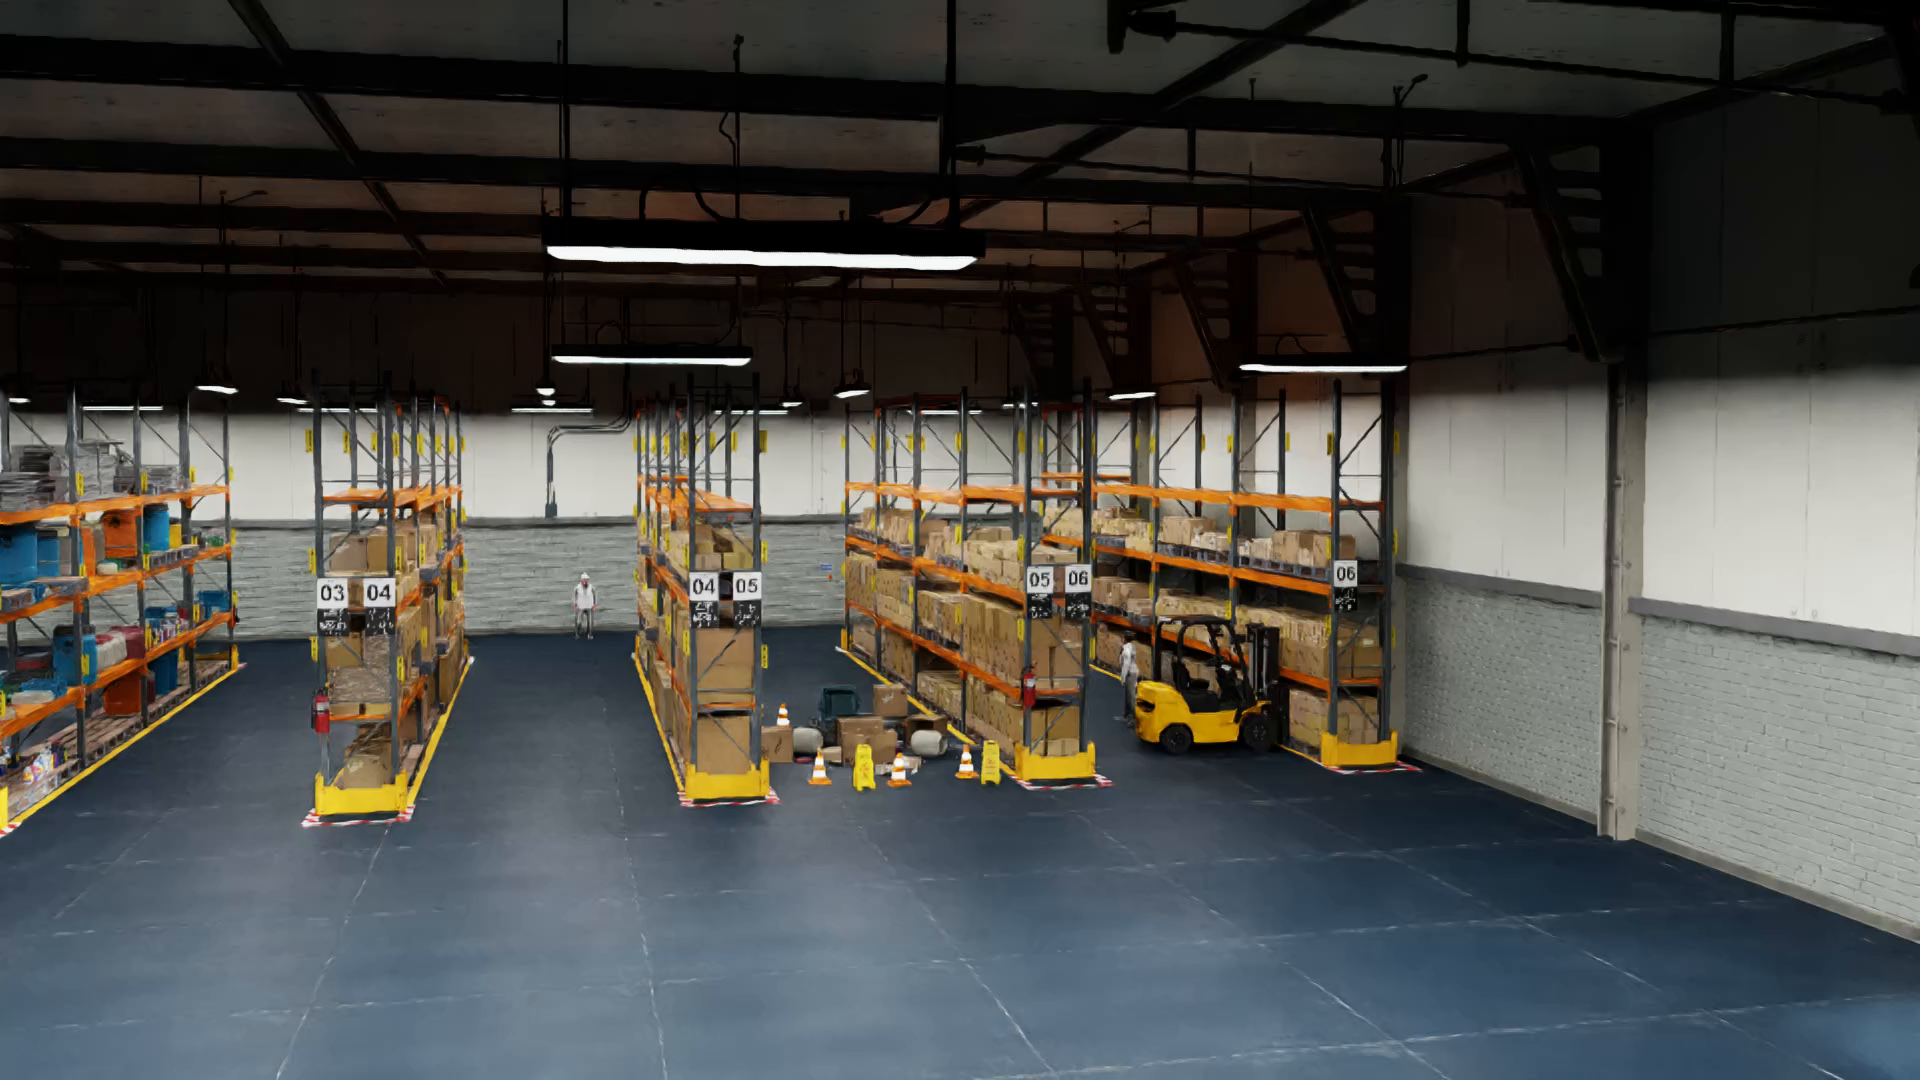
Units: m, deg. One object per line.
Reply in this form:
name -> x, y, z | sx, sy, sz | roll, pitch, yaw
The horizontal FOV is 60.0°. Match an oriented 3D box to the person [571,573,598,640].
person -> -9.575, 1.698, 42.442 | 0.677, 1.726, 0.574 | -1, 3, -15

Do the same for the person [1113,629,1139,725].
person -> 2.995, 2.442, 29.756 | 0.544, 1.656, 0.572 | 1, 3, 15
